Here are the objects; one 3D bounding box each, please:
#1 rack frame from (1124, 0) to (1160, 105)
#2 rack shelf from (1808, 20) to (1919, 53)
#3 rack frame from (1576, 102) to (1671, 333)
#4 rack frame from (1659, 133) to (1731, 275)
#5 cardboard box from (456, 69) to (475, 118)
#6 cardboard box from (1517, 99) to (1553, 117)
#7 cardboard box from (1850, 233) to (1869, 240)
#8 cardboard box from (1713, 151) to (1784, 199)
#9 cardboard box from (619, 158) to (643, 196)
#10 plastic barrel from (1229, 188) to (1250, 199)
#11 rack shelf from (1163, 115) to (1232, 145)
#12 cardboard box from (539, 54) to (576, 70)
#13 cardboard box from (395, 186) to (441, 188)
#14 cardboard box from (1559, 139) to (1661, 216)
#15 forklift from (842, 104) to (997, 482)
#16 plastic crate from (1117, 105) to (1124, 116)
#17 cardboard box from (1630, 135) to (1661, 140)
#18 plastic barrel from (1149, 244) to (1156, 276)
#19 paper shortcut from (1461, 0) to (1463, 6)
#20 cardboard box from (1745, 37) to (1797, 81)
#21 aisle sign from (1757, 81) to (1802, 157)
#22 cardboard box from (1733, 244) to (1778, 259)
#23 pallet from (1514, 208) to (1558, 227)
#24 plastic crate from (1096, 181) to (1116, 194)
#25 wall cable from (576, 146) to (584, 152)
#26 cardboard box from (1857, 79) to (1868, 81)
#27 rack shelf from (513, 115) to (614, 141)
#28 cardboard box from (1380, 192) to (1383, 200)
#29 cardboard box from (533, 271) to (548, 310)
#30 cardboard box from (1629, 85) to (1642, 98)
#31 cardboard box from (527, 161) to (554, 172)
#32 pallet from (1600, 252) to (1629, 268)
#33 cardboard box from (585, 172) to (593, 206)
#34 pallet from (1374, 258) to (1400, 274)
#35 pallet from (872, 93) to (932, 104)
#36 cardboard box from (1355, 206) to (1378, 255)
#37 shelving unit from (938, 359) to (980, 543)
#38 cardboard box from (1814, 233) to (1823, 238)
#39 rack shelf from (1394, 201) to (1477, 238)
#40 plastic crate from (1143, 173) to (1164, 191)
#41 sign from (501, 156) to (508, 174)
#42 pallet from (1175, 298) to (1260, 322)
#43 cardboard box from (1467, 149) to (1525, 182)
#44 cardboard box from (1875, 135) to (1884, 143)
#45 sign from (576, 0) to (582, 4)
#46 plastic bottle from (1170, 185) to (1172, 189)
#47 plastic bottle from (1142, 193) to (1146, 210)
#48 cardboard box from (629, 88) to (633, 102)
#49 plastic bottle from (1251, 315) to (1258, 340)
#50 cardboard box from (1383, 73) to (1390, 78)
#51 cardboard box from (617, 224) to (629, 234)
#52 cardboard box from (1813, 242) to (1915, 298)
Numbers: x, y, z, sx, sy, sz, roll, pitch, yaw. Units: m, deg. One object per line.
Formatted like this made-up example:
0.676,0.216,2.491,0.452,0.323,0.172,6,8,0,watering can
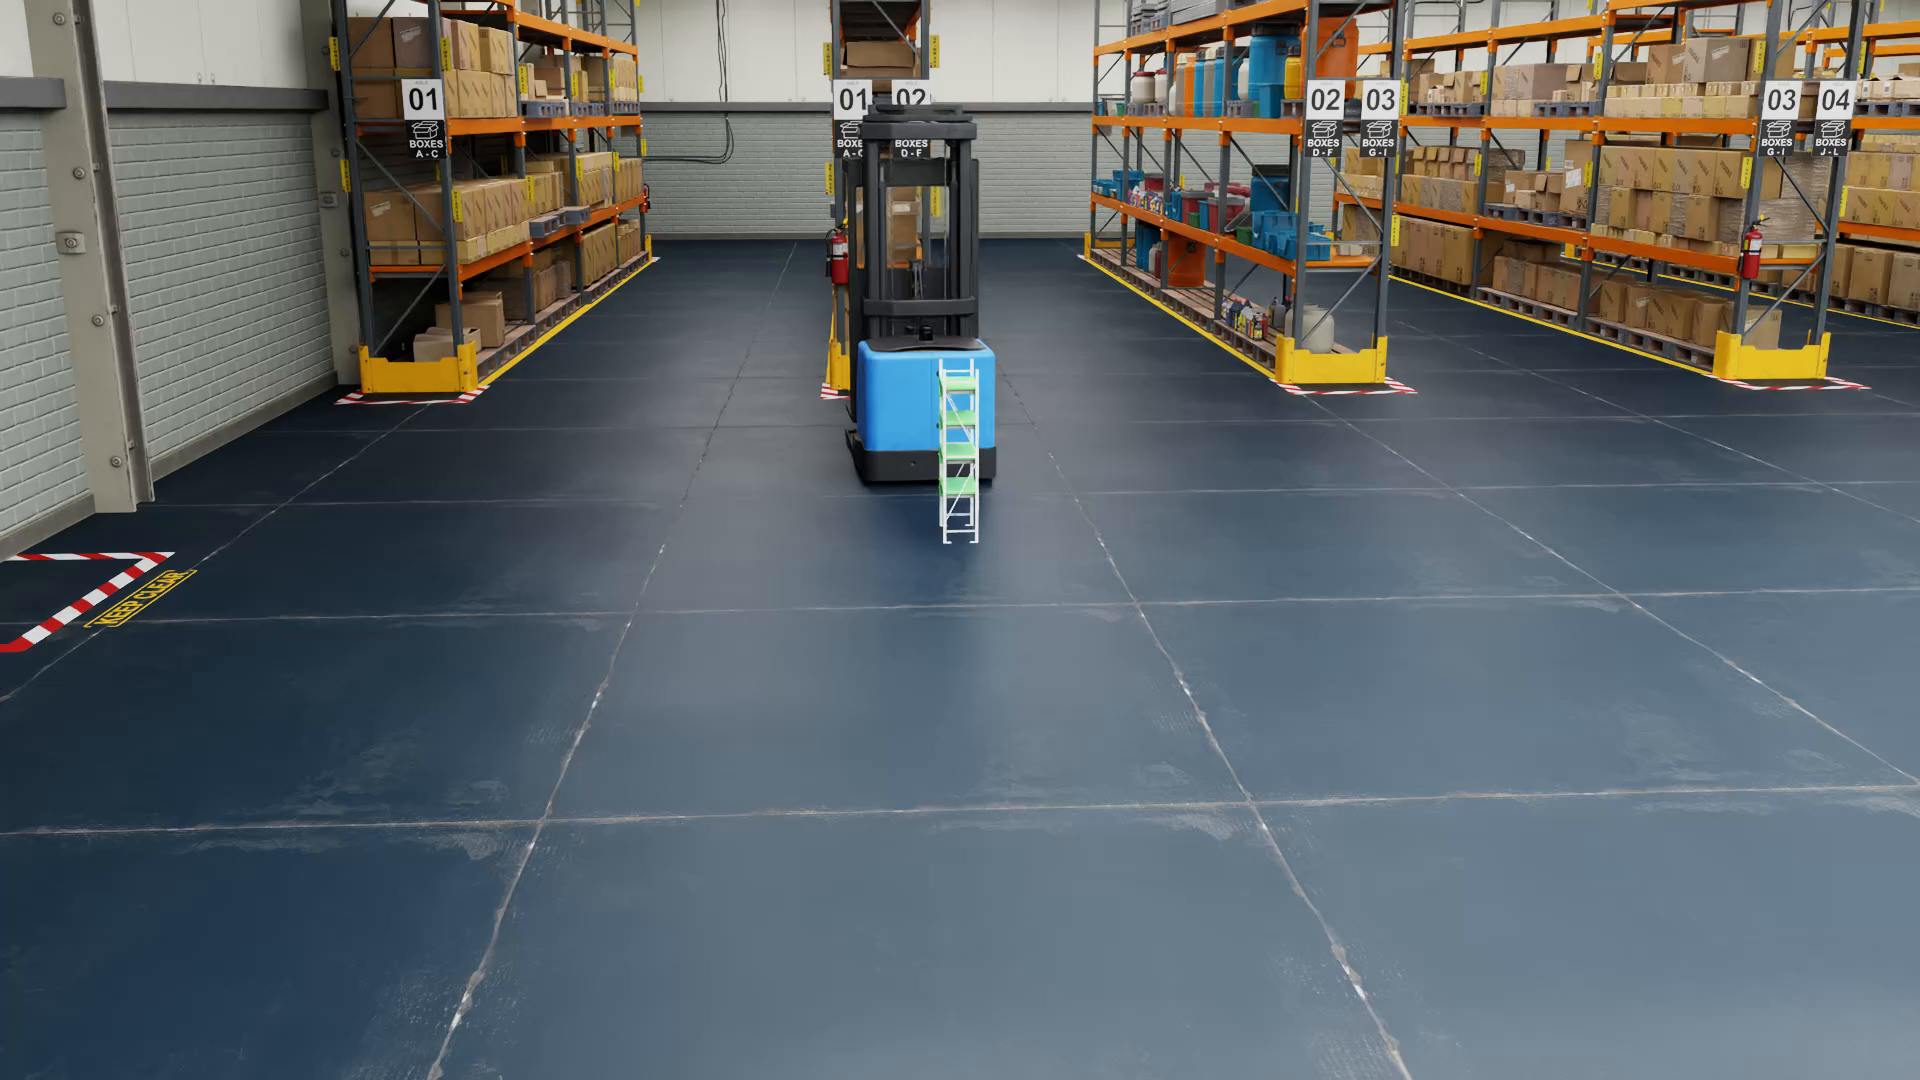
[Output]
3.385,-9.081,28.761,1.000,3.000,0.127,-1,14,-3,rack frame
13.657,-7.174,23.598,1.077,0.370,4.000,-1,14,-3,rack shelf
8.824,-4.262,22.072,1.000,3.000,0.127,-1,14,-3,rack frame
13.285,-6.303,30.005,1.000,3.000,0.127,-1,14,-3,rack frame
-5.528,-4.770,17.785,0.500,0.500,0.500,0,14,0,cardboard box
8.424,-6.261,24.122,0.500,0.250,0.500,-1,14,-2,cardboard box
18.177,-5.972,33.017,0.875,0.438,0.875,0,14,-2,cardboard box
8.791,-4.077,18.549,0.500,0.500,0.500,-1,14,-3,cardboard box
-6.709,-7.036,32.250,0.980,0.700,0.700,0,14,-1,cardboard box
3.995,-4.675,23.405,0.433,0.535,0.433,0,14,0,plastic barrel
3.757,-5.788,23.424,1.077,0.370,4.000,-1,14,-3,rack shelf
-6.530,-7.742,26.988,0.500,0.250,0.500,-1,14,-5,cardboard box
-6.059,-3.706,18.667,0.500,0.500,0.500,-1,14,-5,cardboard box
8.915,-4.956,22.722,1.000,1.000,1.000,-1,14,-3,cardboard box
-0.419,-2.197,14.182,1.130,2.935,3.031,-2,15,-7,forklift
3.057,-7.626,29.552,0.450,0.188,0.662,-1,14,-3,plastic crate
12.931,-7.349,31.264,0.500,0.500,0.500,-1,14,-2,cardboard box
3.391,-4.720,28.003,0.421,0.512,0.421,0,14,0,plastic barrel
7.970,-8.550,26.419,0.009,0.170,0.078,9,-17,-6,paper shortcut
9.250,-5.528,19.172,0.500,0.500,0.500,-1,14,-4,cardboard box
8.776,-4.506,17.804,0.394,0.787,0.004,-1,14,-3,aisle sign
8.848,-3.214,18.500,0.380,0.149,0.250,-1,14,-3,cardboard box
8.740,-4.673,24.052,1.003,0.211,1.213,-1,14,-3,pallet
2.865,-6.888,32.493,0.416,0.233,0.300,-1,14,-3,plastic crate
-7.774,-7.813,33.834,0.084,1.984,1.851,-1,14,-3,wall cable
13.358,-6.786,24.998,0.500,0.311,0.500,-1,14,-3,cardboard box
-6.379,-6.629,26.696,1.077,0.370,4.000,-1,14,-3,rack shelf
7.951,-6.329,30.609,0.380,0.149,0.250,-1,14,-4,cardboard box
-6.143,-3.473,23.140,0.700,0.500,0.500,-1,14,-3,cardboard box
8.617,-5.617,20.817,0.380,0.149,0.250,-1,14,-3,cardboard box
-6.204,-5.518,24.567,0.380,0.149,0.250,-3,15,-11,cardboard box
13.130,-5.424,32.182,1.003,0.211,1.213,-1,14,-3,pallet
-6.053,-5.485,25.987,0.500,0.500,0.500,0,14,-2,cardboard box
8.359,-5.092,30.892,1.003,0.211,1.213,-1,14,-3,pallet
-0.834,-4.702,17.938,1.003,0.211,1.213,-1,14,-3,pallet
8.257,-6.037,32.391,0.875,0.875,0.875,-1,14,-3,cardboard box
-0.010,-0.622,11.537,0.258,1.200,0.503,-1,14,-3,shelving unit
13.732,-4.840,26.986,0.500,0.250,0.500,-2,15,-6,cardboard box
8.452,-5.406,27.962,1.077,0.370,4.000,-1,14,-3,rack shelf
3.580,-6.461,30.371,0.402,0.464,0.583,-1,14,-3,plastic crate
-6.809,-5.579,24.866,0.100,0.325,0.005,-1,14,-3,sign
3.715,-3.334,24.062,1.003,0.211,1.213,-1,14,-3,pallet
8.547,-5.973,26.509,0.797,0.503,0.637,0,14,-2,cardboard box
17.836,-7.703,31.937,0.380,0.149,0.250,-1,14,-3,cardboard box
-7.305,-10.445,31.869,0.100,0.325,0.005,-1,14,-3,sign
3.625,-5.926,28.637,0.144,0.351,0.185,-1,14,-3,plastic bottle
3.091,-5.651,27.727,0.097,0.271,0.097,0,14,0,plastic bottle
-6.407,-8.342,31.165,0.500,0.250,0.500,-1,14,-6,cardboard box
3.552,-2.567,20.053,0.061,0.283,0.133,-1,14,-2,plastic bottle
8.191,-8.332,30.627,0.700,0.500,0.500,0,14,-1,cardboard box
-6.319,-5.735,30.667,0.380,0.149,0.250,-1,14,-5,cardboard box
13.538,-4.052,24.928,1.050,0.750,0.750,-1,14,-3,cardboard box
